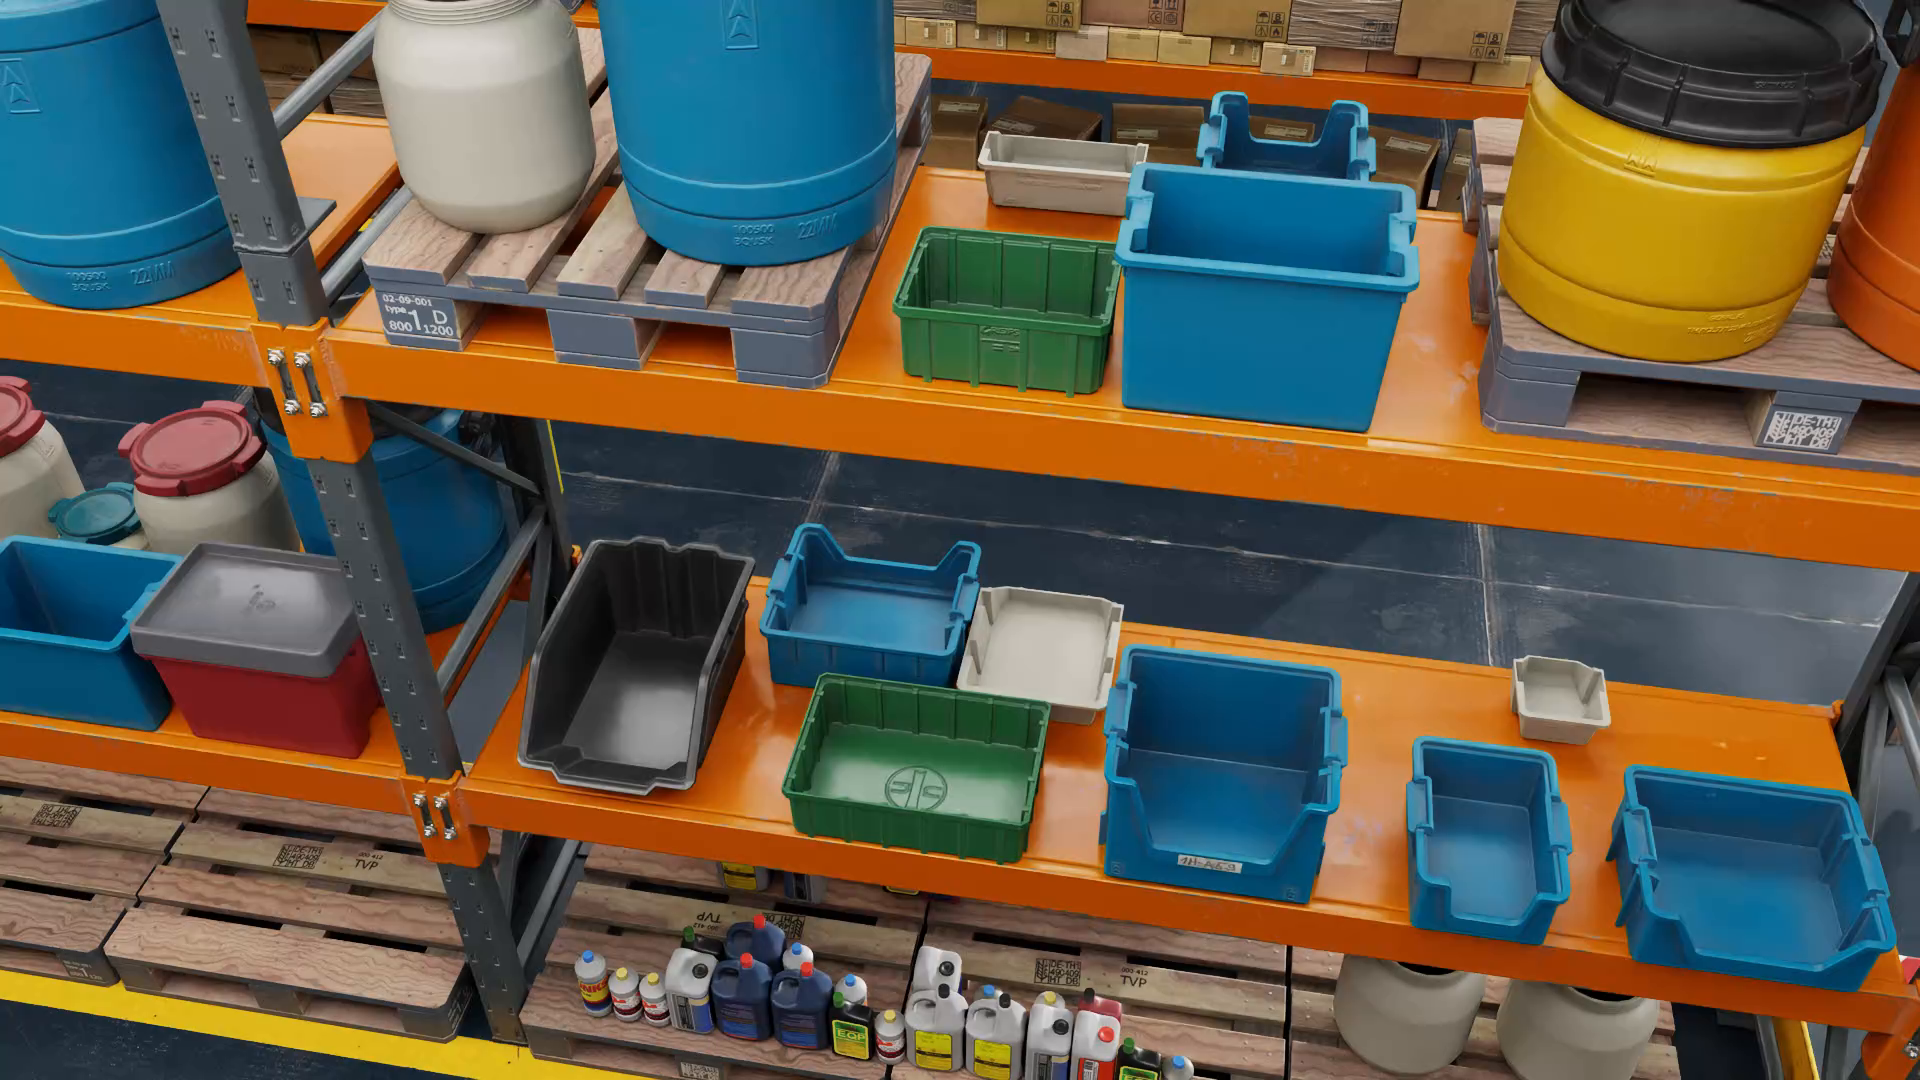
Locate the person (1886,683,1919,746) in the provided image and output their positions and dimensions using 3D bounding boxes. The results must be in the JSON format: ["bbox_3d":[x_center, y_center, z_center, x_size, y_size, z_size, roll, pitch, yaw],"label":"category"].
[{"bbox_3d":[3.460,0.319,5.768,0.940,1.627,0.510,14,43,16],"label":"person"}]
